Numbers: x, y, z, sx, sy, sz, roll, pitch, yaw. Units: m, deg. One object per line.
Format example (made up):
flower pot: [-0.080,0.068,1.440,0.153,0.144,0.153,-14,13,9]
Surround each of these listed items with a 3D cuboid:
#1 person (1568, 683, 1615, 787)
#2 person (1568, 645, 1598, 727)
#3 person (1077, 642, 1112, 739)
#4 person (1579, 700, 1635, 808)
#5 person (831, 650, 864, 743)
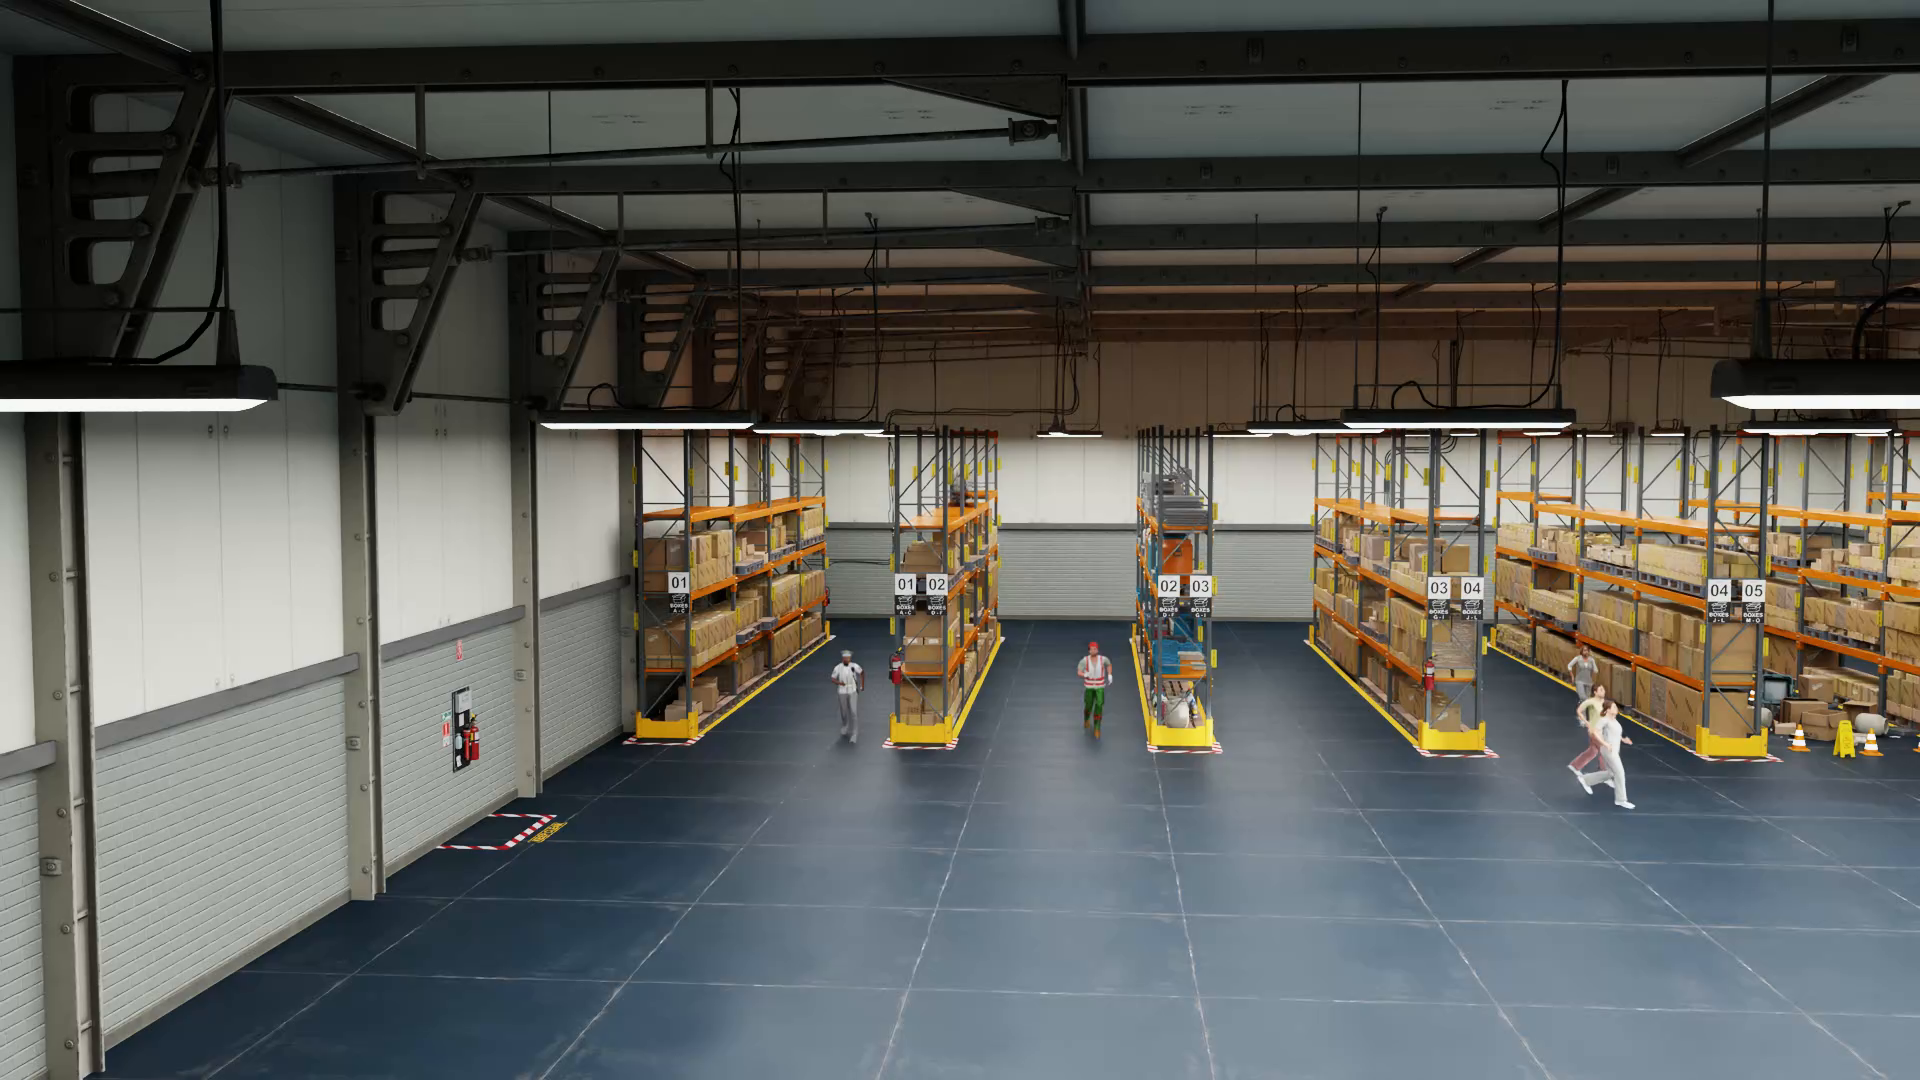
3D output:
person: [10.599,3.216,27.731,0.558,1.693,0.894,-3,5,-44]
person: [12.534,2.927,33.411,0.523,1.636,0.722,0,3,-2]
person: [2.615,2.880,32.323,0.673,1.814,0.944,0,3,4]
person: [10.151,3.334,26.086,0.879,1.667,0.567,3,4,37]
person: [-2.158,2.962,31.842,0.635,1.736,0.855,0,3,-2]
